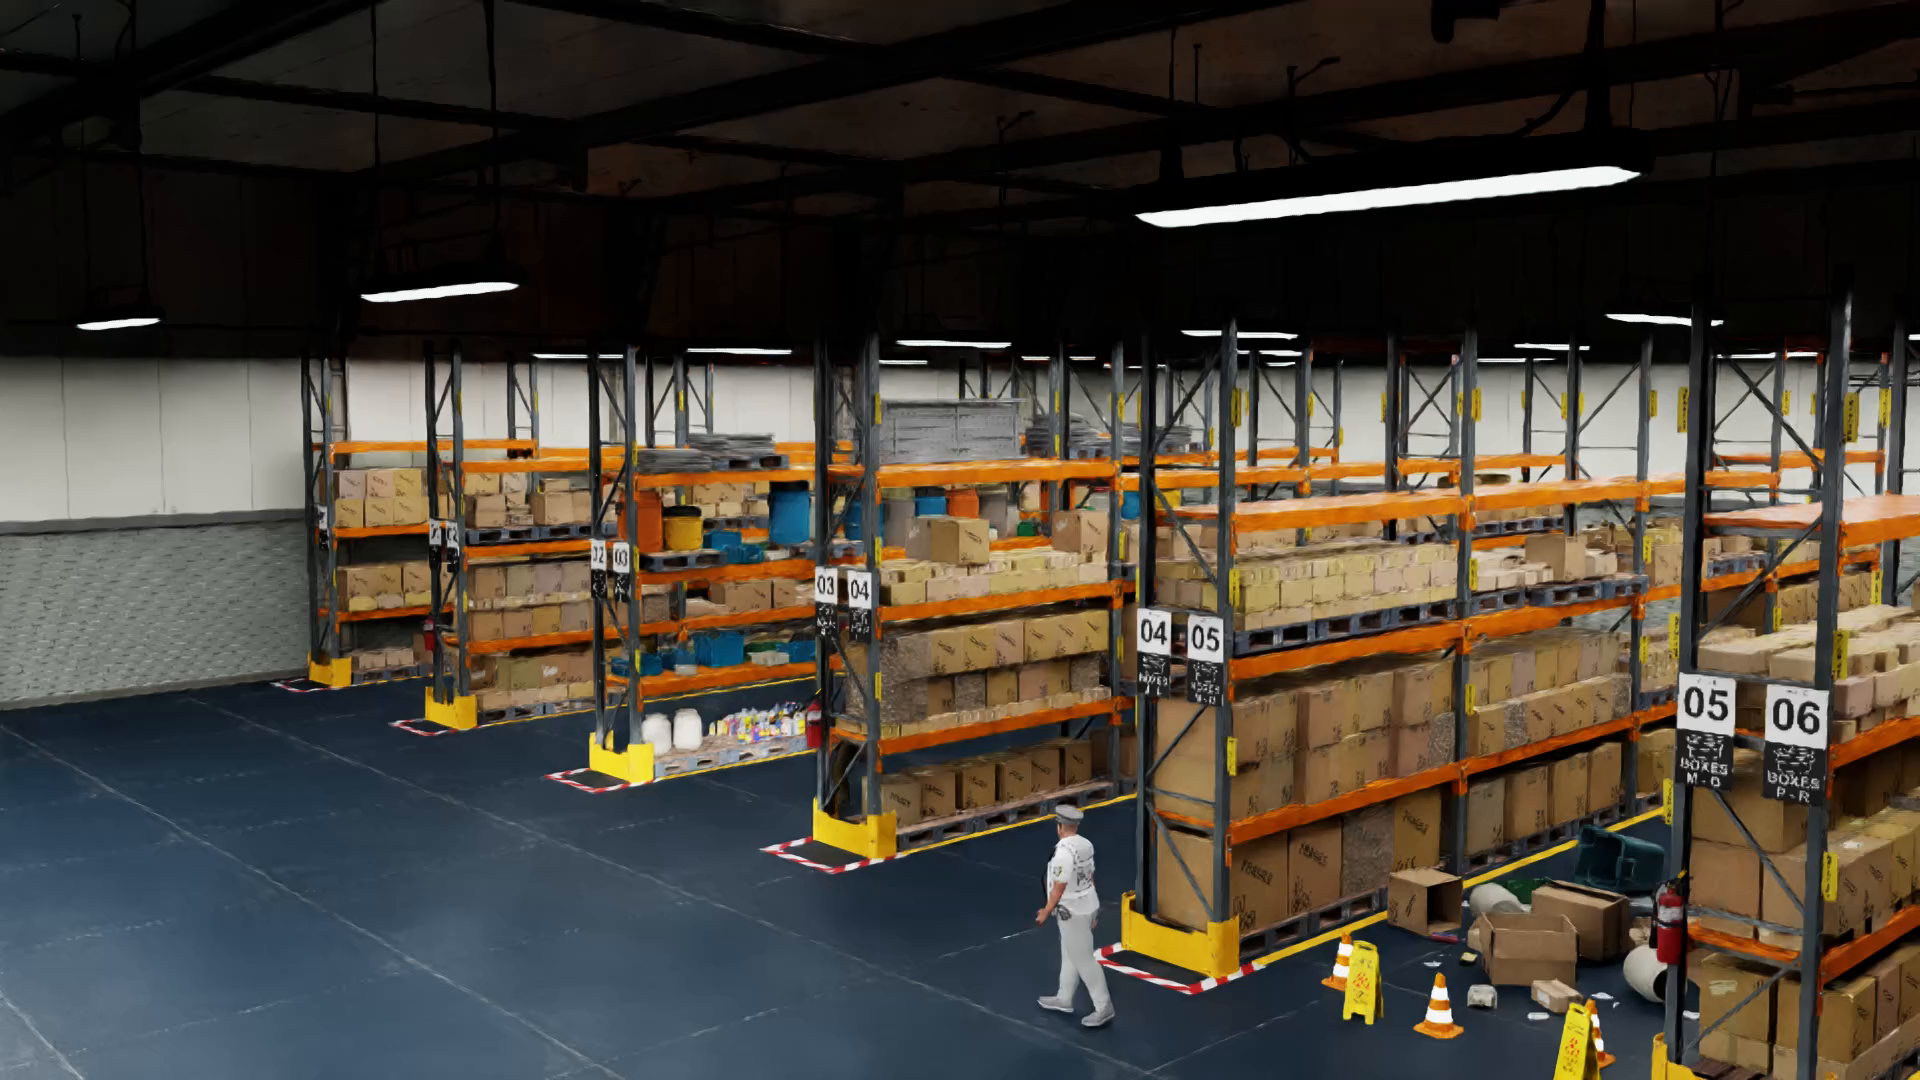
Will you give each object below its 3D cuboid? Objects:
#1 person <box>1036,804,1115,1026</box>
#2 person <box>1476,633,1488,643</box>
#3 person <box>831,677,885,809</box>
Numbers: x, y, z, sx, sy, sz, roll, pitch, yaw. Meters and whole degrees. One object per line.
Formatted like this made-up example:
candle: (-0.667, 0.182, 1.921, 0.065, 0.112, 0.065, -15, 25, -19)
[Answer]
person: (0.957, 3.086, 13.764, 0.723, 1.739, 0.569, 2, 5, 22)
person: (7.927, 2.172, 25.117, 0.624, 1.578, 0.850, 5, 7, 42)
person: (-1.270, 2.487, 20.716, 0.918, 1.709, 0.730, -5, 7, -44)
